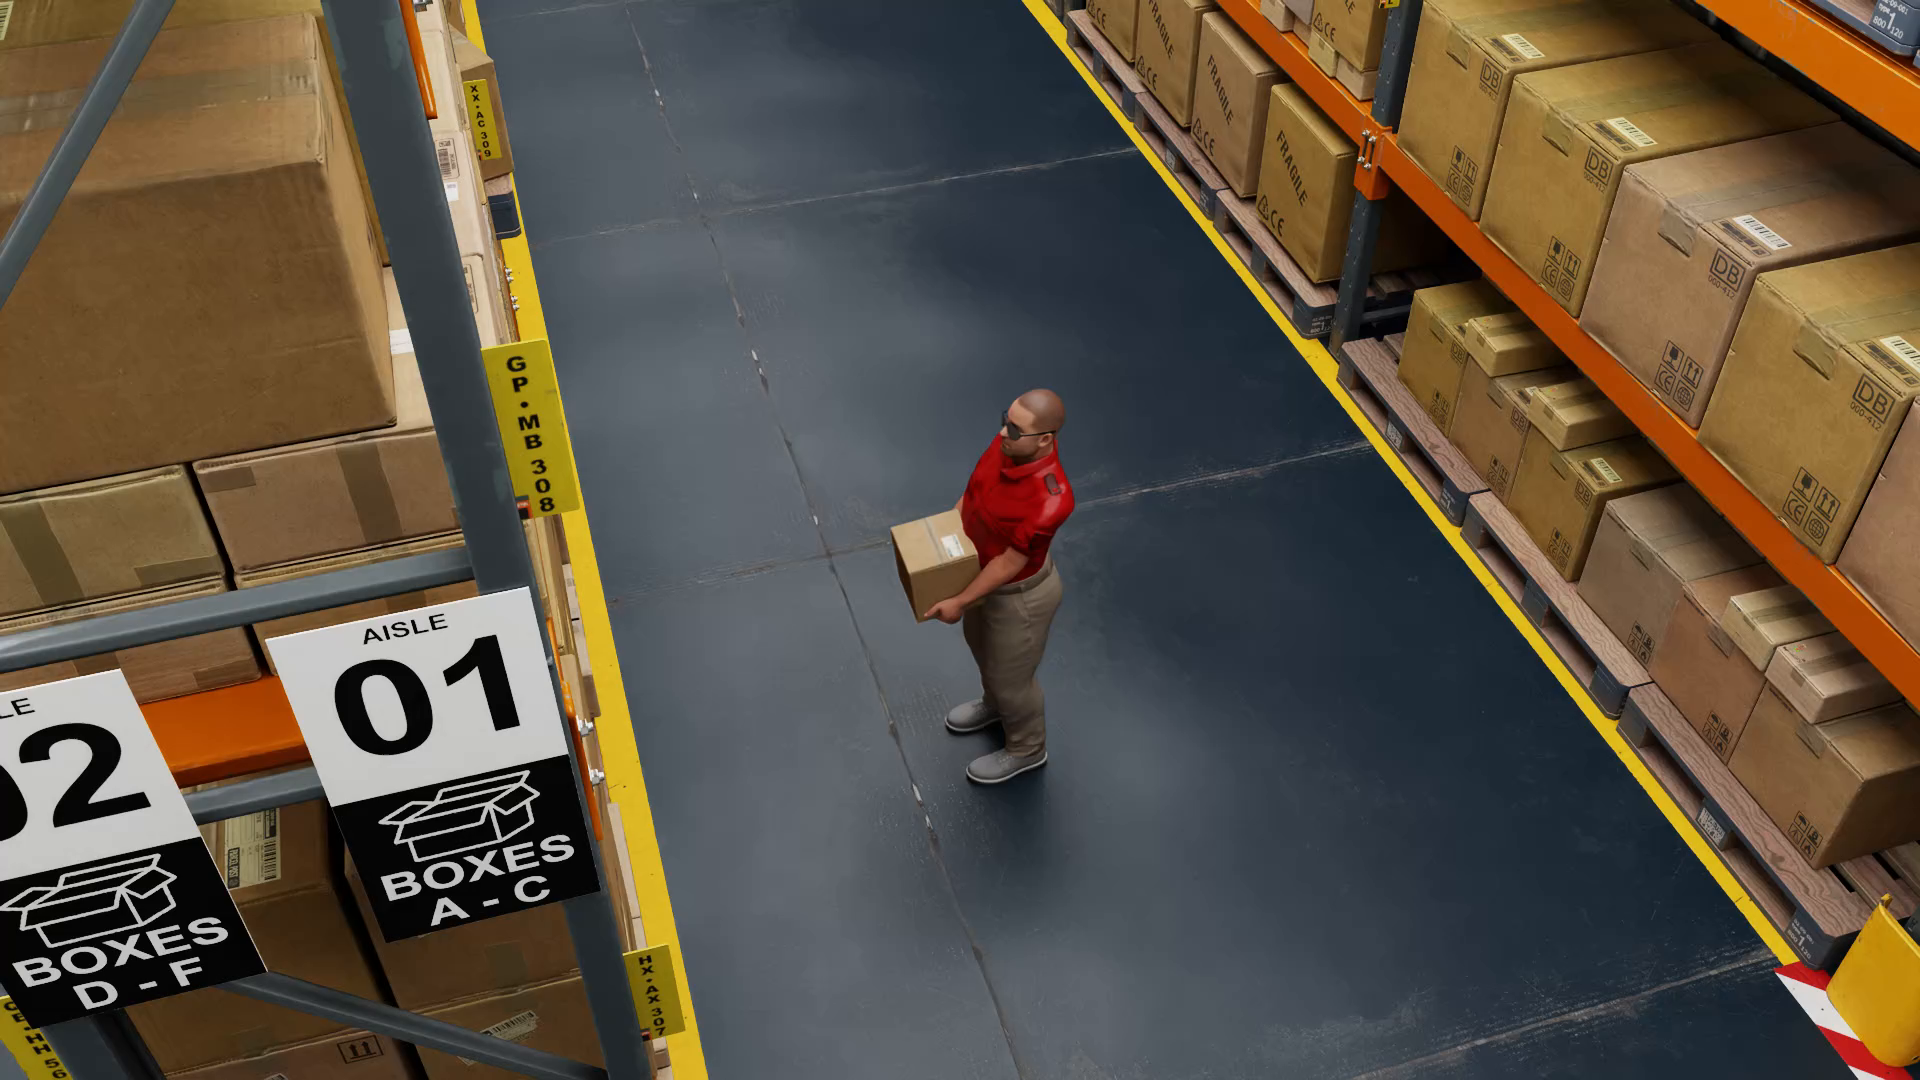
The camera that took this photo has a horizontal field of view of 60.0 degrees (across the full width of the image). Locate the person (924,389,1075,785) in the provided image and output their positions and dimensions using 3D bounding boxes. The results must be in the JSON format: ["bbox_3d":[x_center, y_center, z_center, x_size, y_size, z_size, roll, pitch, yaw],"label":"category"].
[{"bbox_3d":[0.096,0.185,5.976,0.531,1.713,0.494,-11,43,-12],"label":"person"}]
